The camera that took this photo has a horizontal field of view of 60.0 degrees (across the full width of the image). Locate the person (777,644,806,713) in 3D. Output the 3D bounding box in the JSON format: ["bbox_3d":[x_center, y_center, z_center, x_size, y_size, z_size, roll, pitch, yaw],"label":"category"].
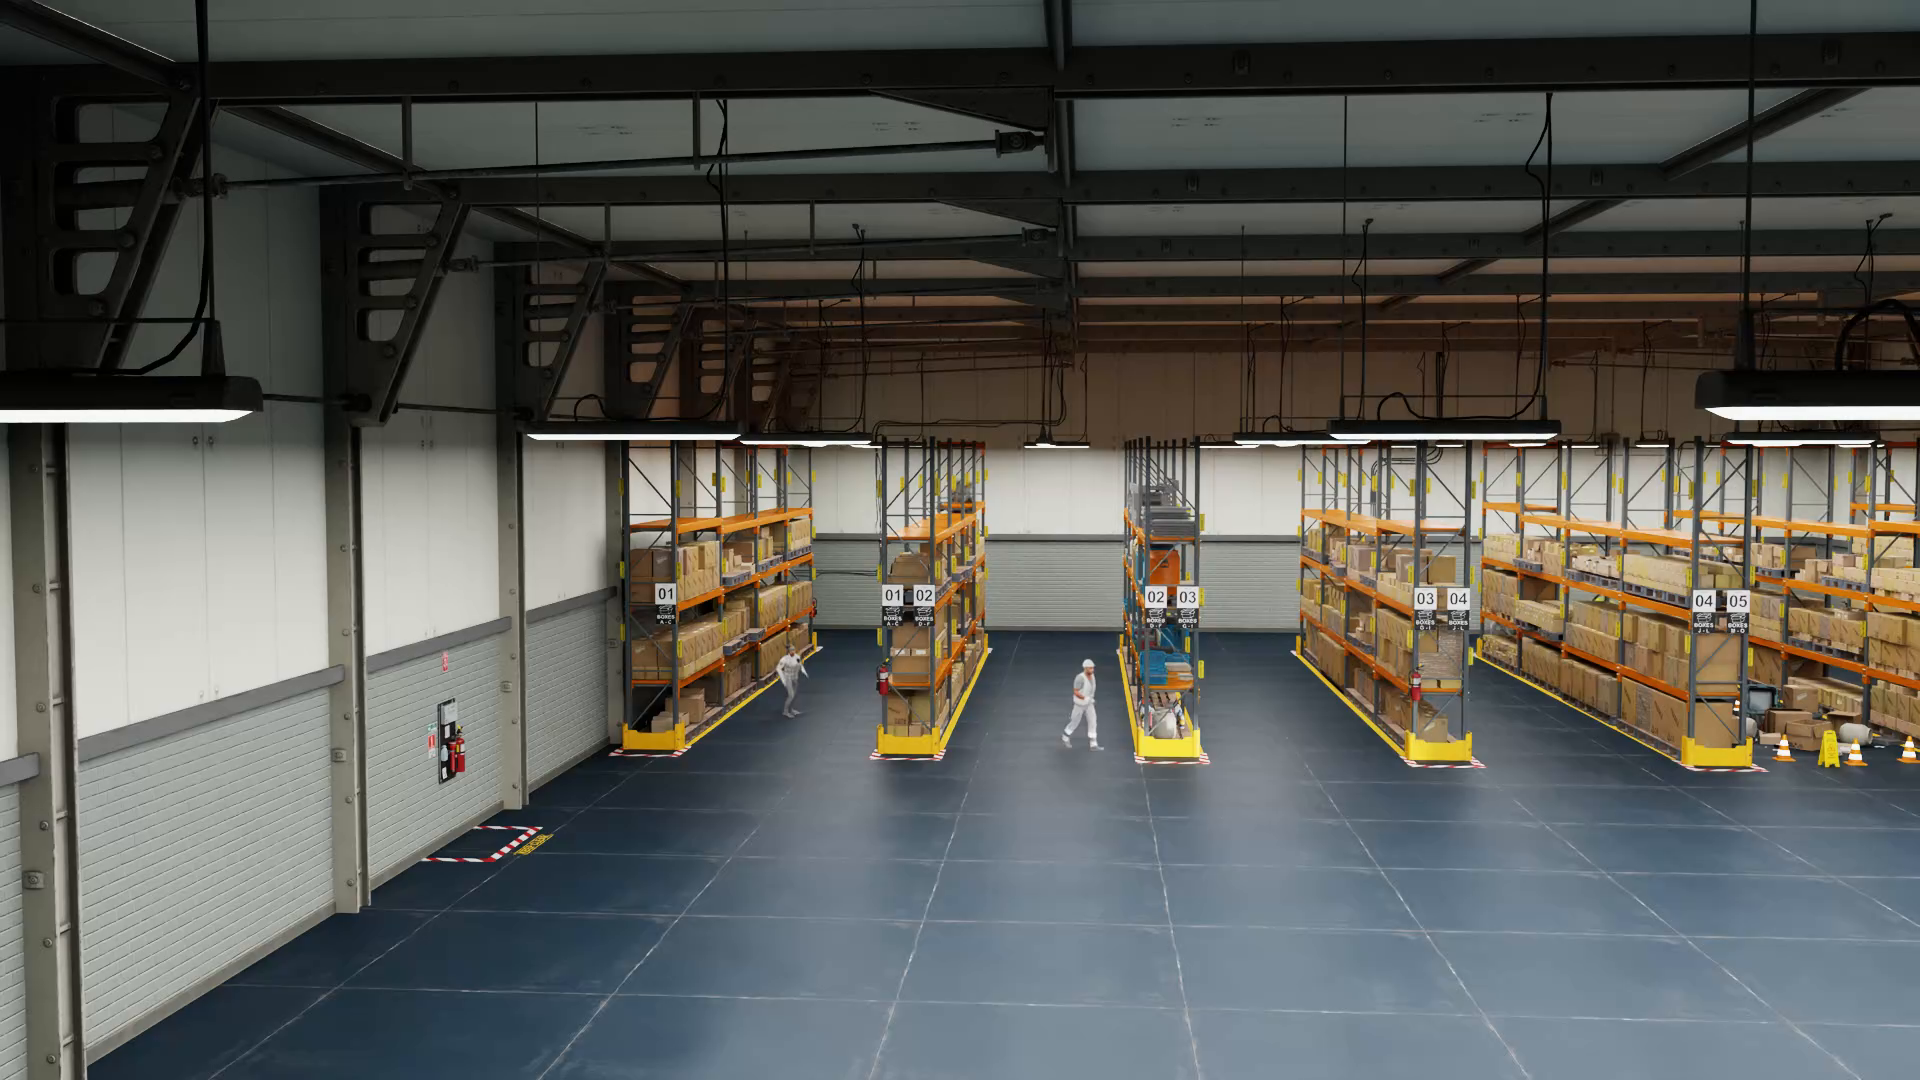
[{"bbox_3d":[-3.677,2.975,35.894,0.622,1.529,0.592,3,4,41],"label":"person"}]

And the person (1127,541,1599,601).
[{"bbox_3d":[11.143,1.669,45.947,11.315,3.178,6.863,-1,3,-20],"label":"person"}]

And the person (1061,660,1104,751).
[{"bbox_3d":[3.687,2.846,36.683,9.294,1.745,7.225,-3,4,-39],"label":"person"}]
